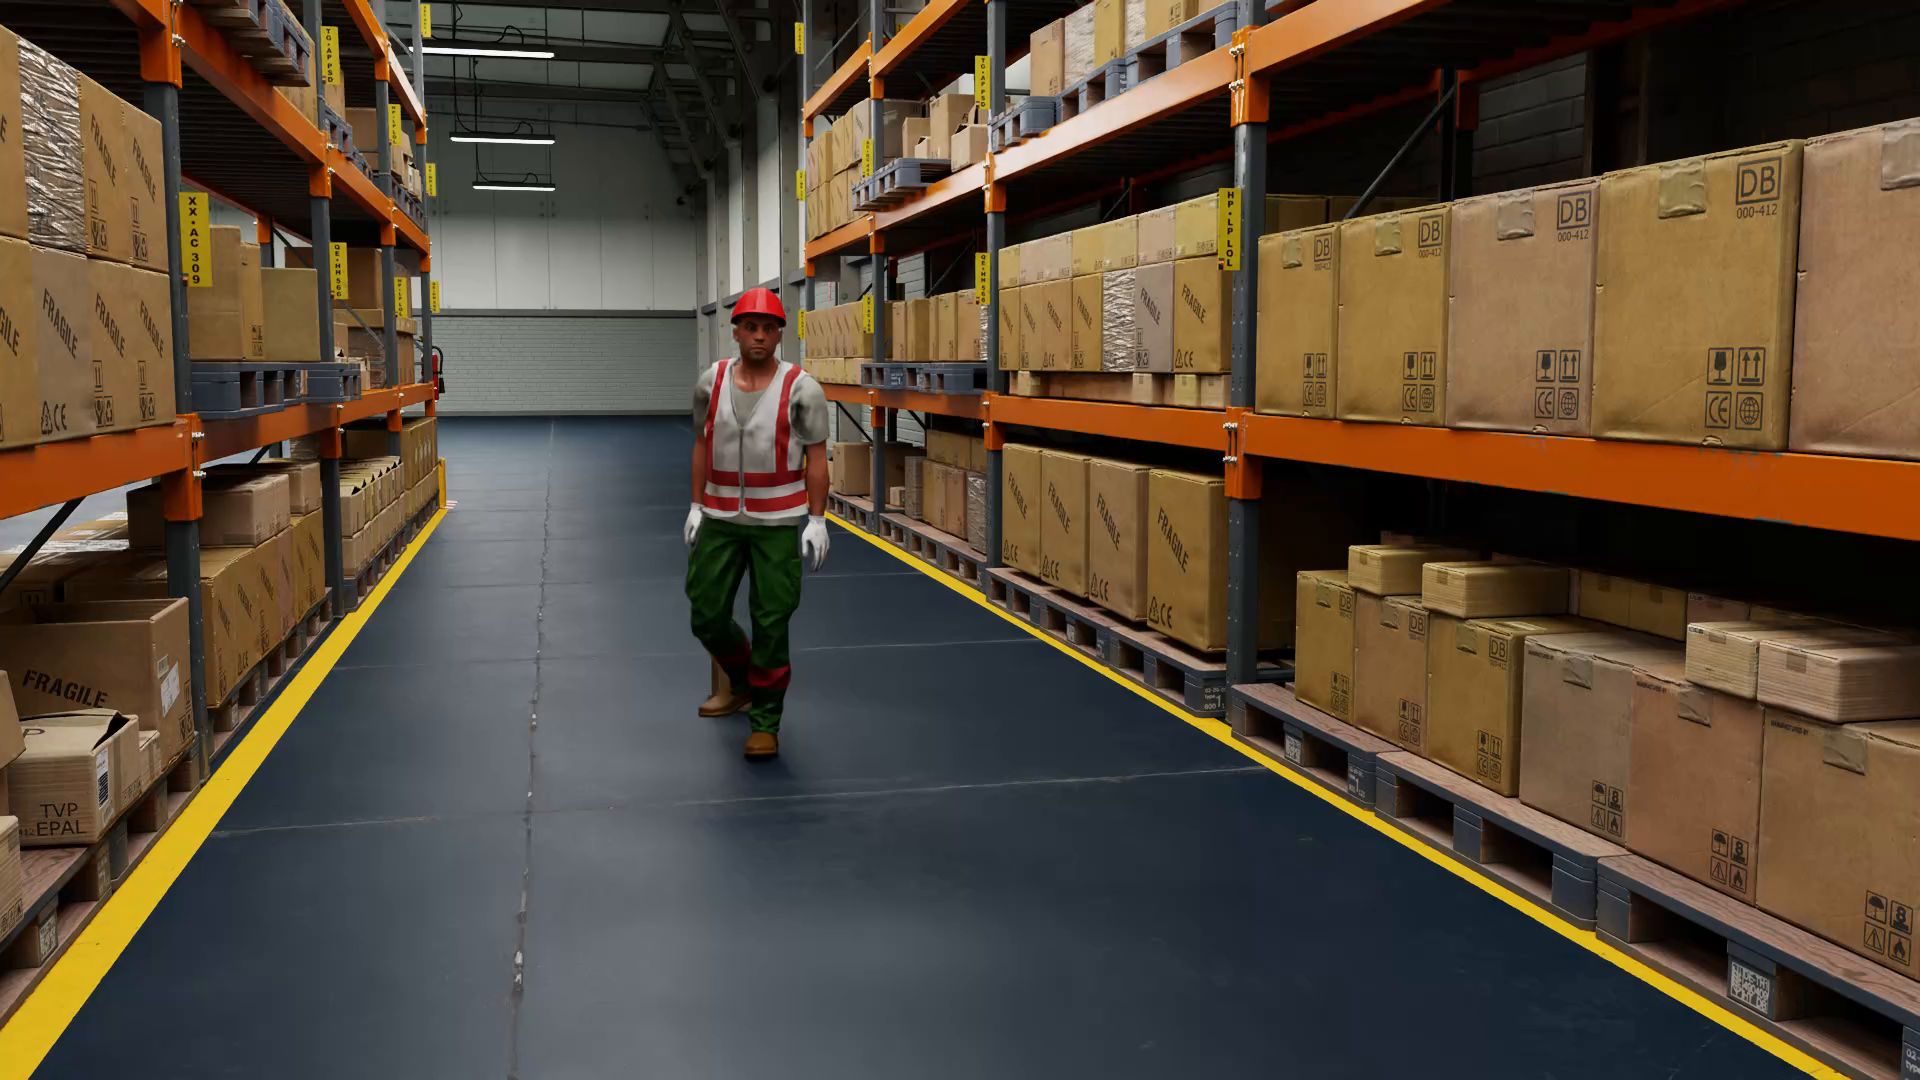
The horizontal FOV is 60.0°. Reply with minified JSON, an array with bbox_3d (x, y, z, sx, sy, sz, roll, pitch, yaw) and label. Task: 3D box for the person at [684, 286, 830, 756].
[{"bbox_3d":[-0.778,-0.068,6.395,0.589,1.782,0.568,1,6,10],"label":"person"}]
